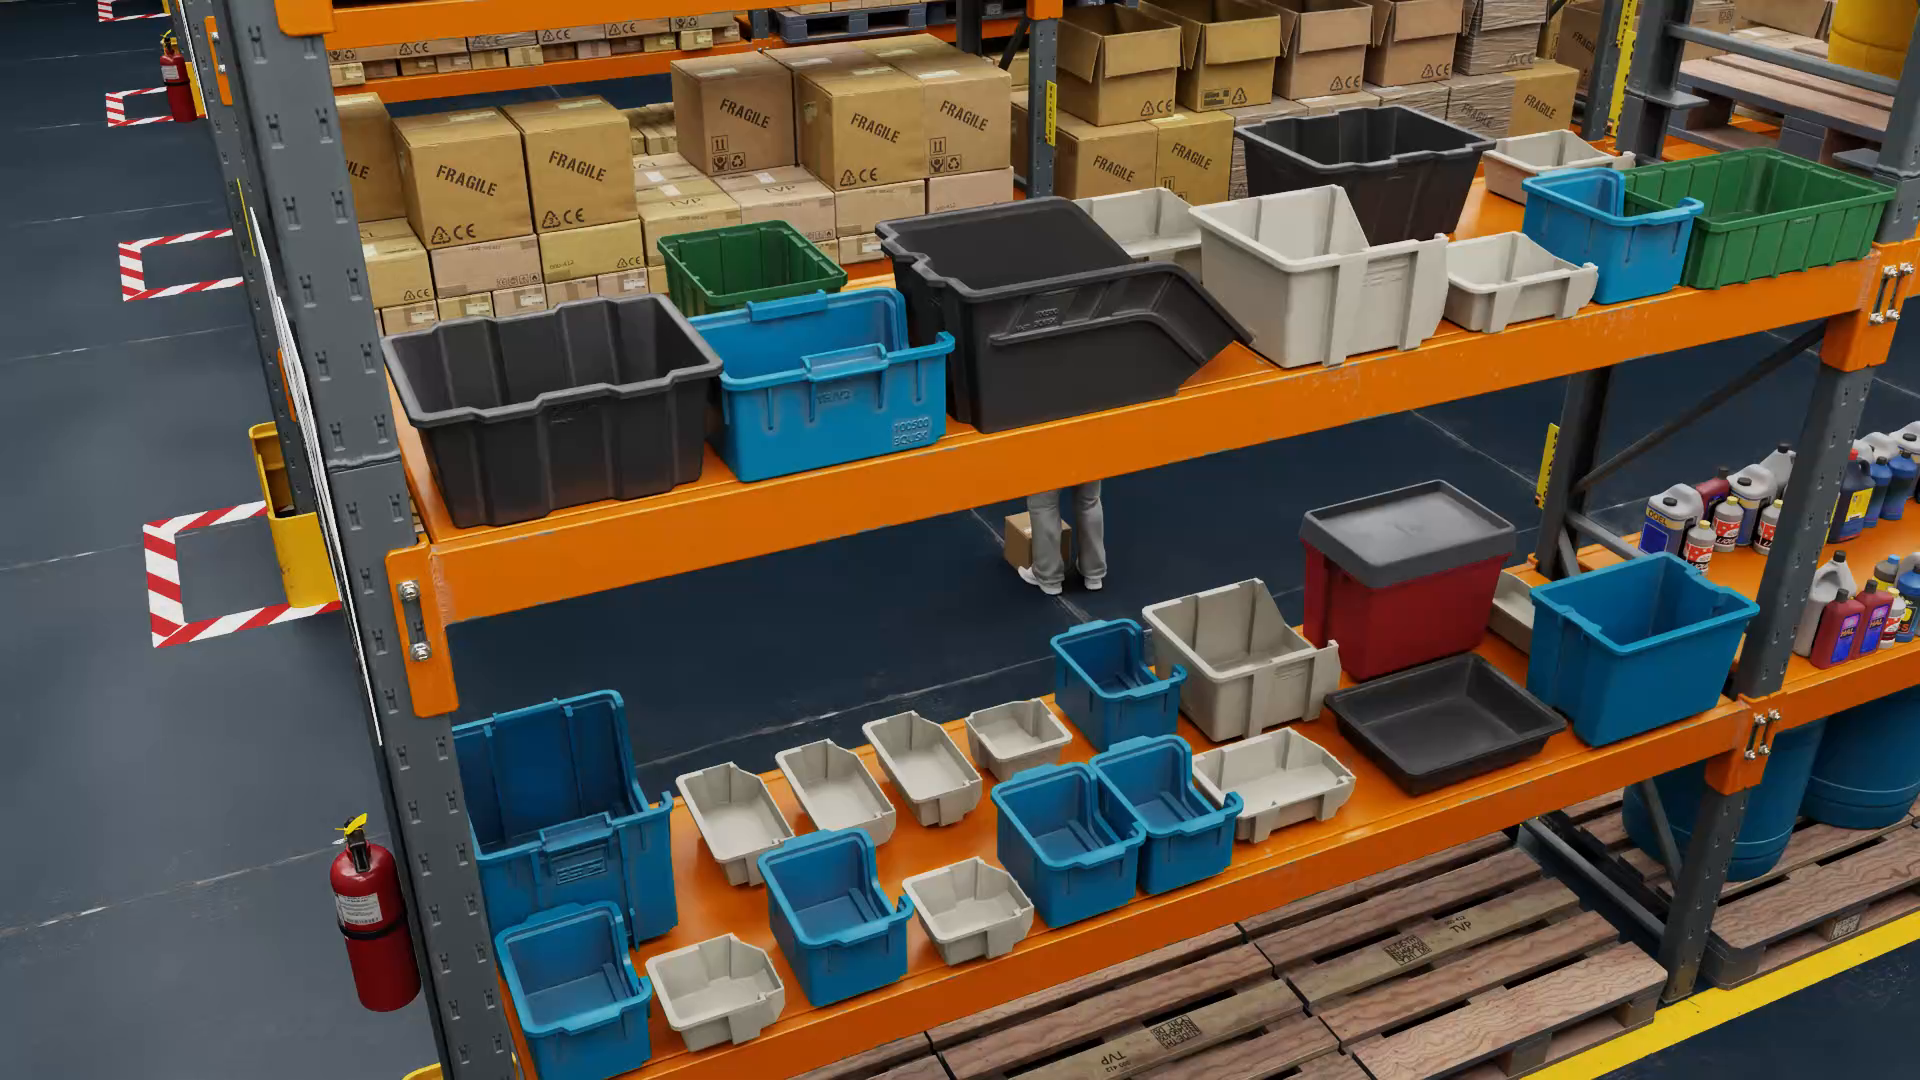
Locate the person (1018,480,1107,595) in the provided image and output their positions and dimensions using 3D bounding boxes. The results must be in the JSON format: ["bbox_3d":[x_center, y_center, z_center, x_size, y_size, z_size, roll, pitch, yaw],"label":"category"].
[{"bbox_3d":[0.502,-0.506,8.021,0.491,1.673,0.404,-13,32,-22],"label":"person"}]
